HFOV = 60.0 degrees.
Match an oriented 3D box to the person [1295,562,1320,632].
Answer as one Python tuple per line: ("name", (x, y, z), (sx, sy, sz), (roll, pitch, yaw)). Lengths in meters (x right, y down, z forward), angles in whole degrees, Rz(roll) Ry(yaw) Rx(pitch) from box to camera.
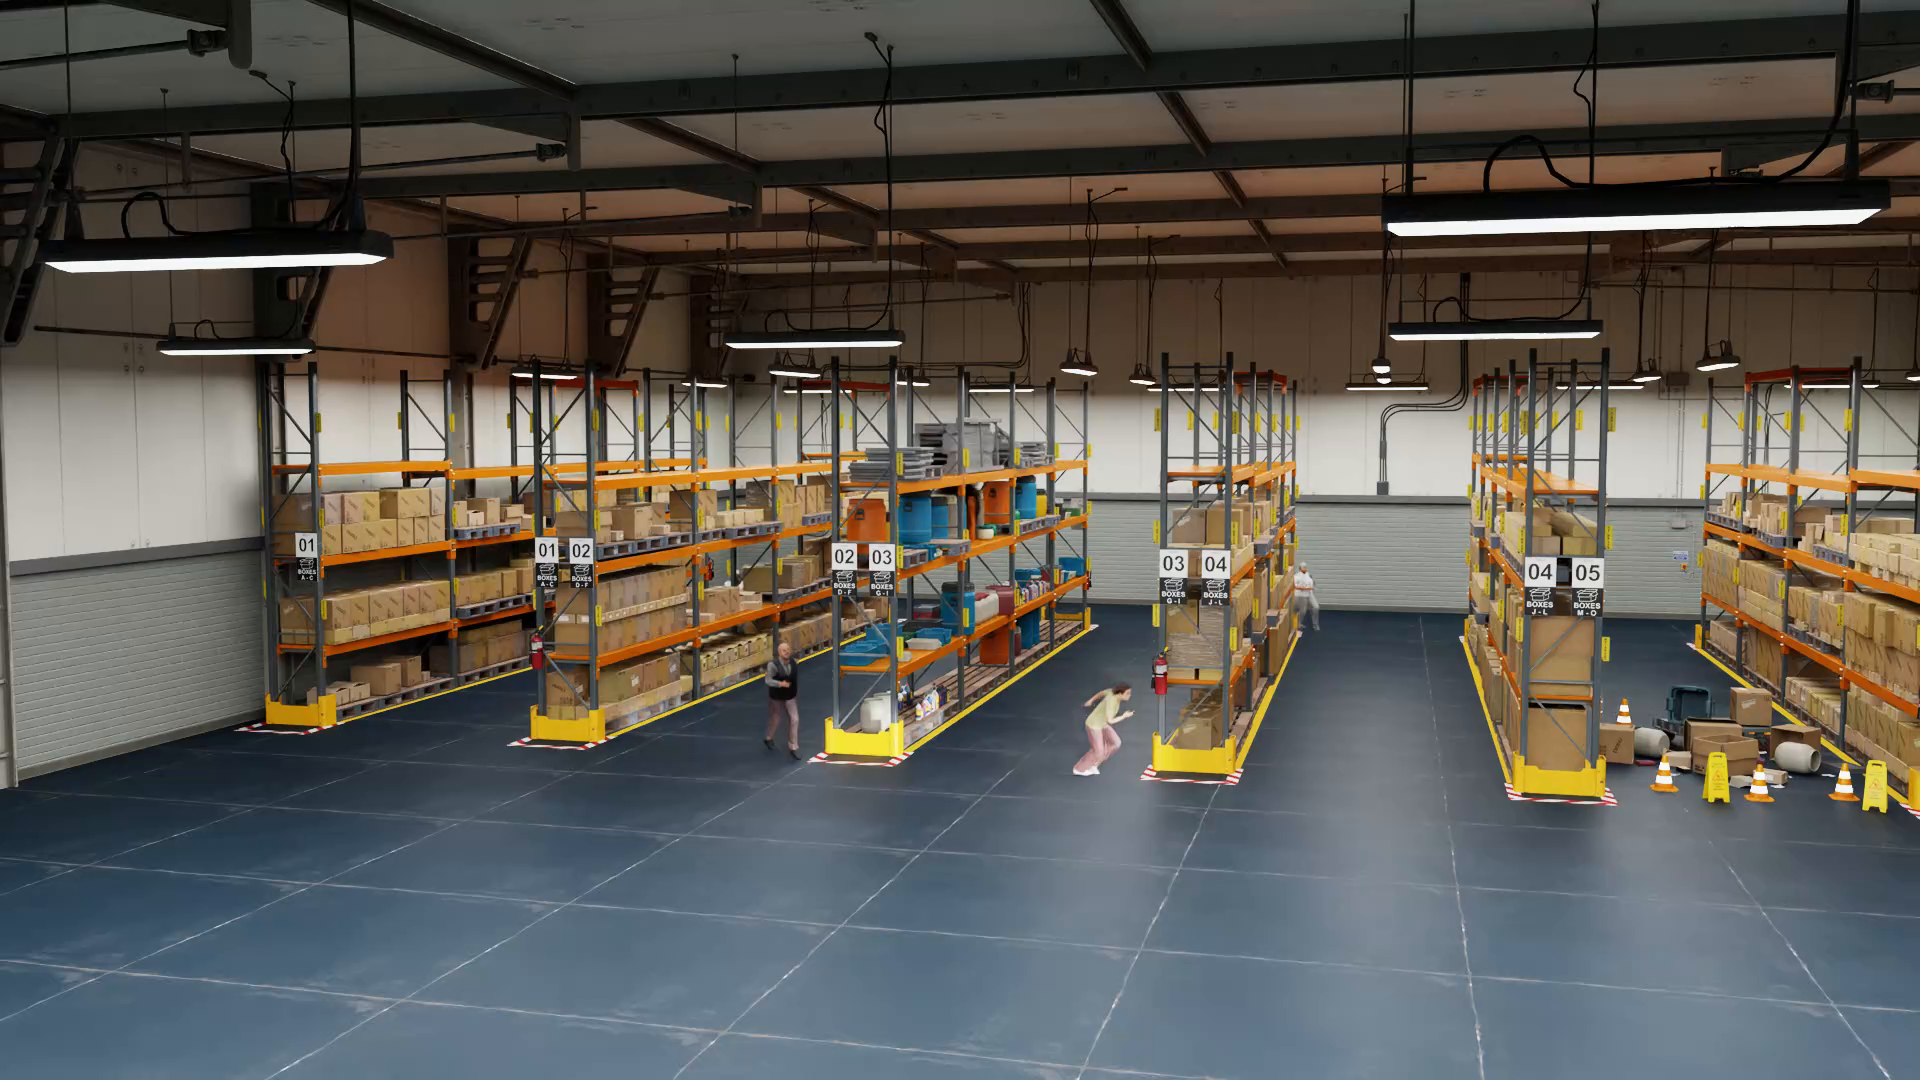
("person", (8.282, 1.372, 40.006), (0.598, 1.673, 0.742), (-3, 5, -32))

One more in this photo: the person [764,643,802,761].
("person", (-2.684, 2.386, 24.932), (0.593, 1.725, 0.958), (-2, 5, -27))

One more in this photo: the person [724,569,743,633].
("person", (-5.029, 1.525, 36.955), (0.690, 1.789, 0.722), (1, 4, 8))

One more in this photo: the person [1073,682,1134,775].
("person", (2.014, 2.652, 23.368), (0.942, 1.389, 0.563), (2, 4, 23))
